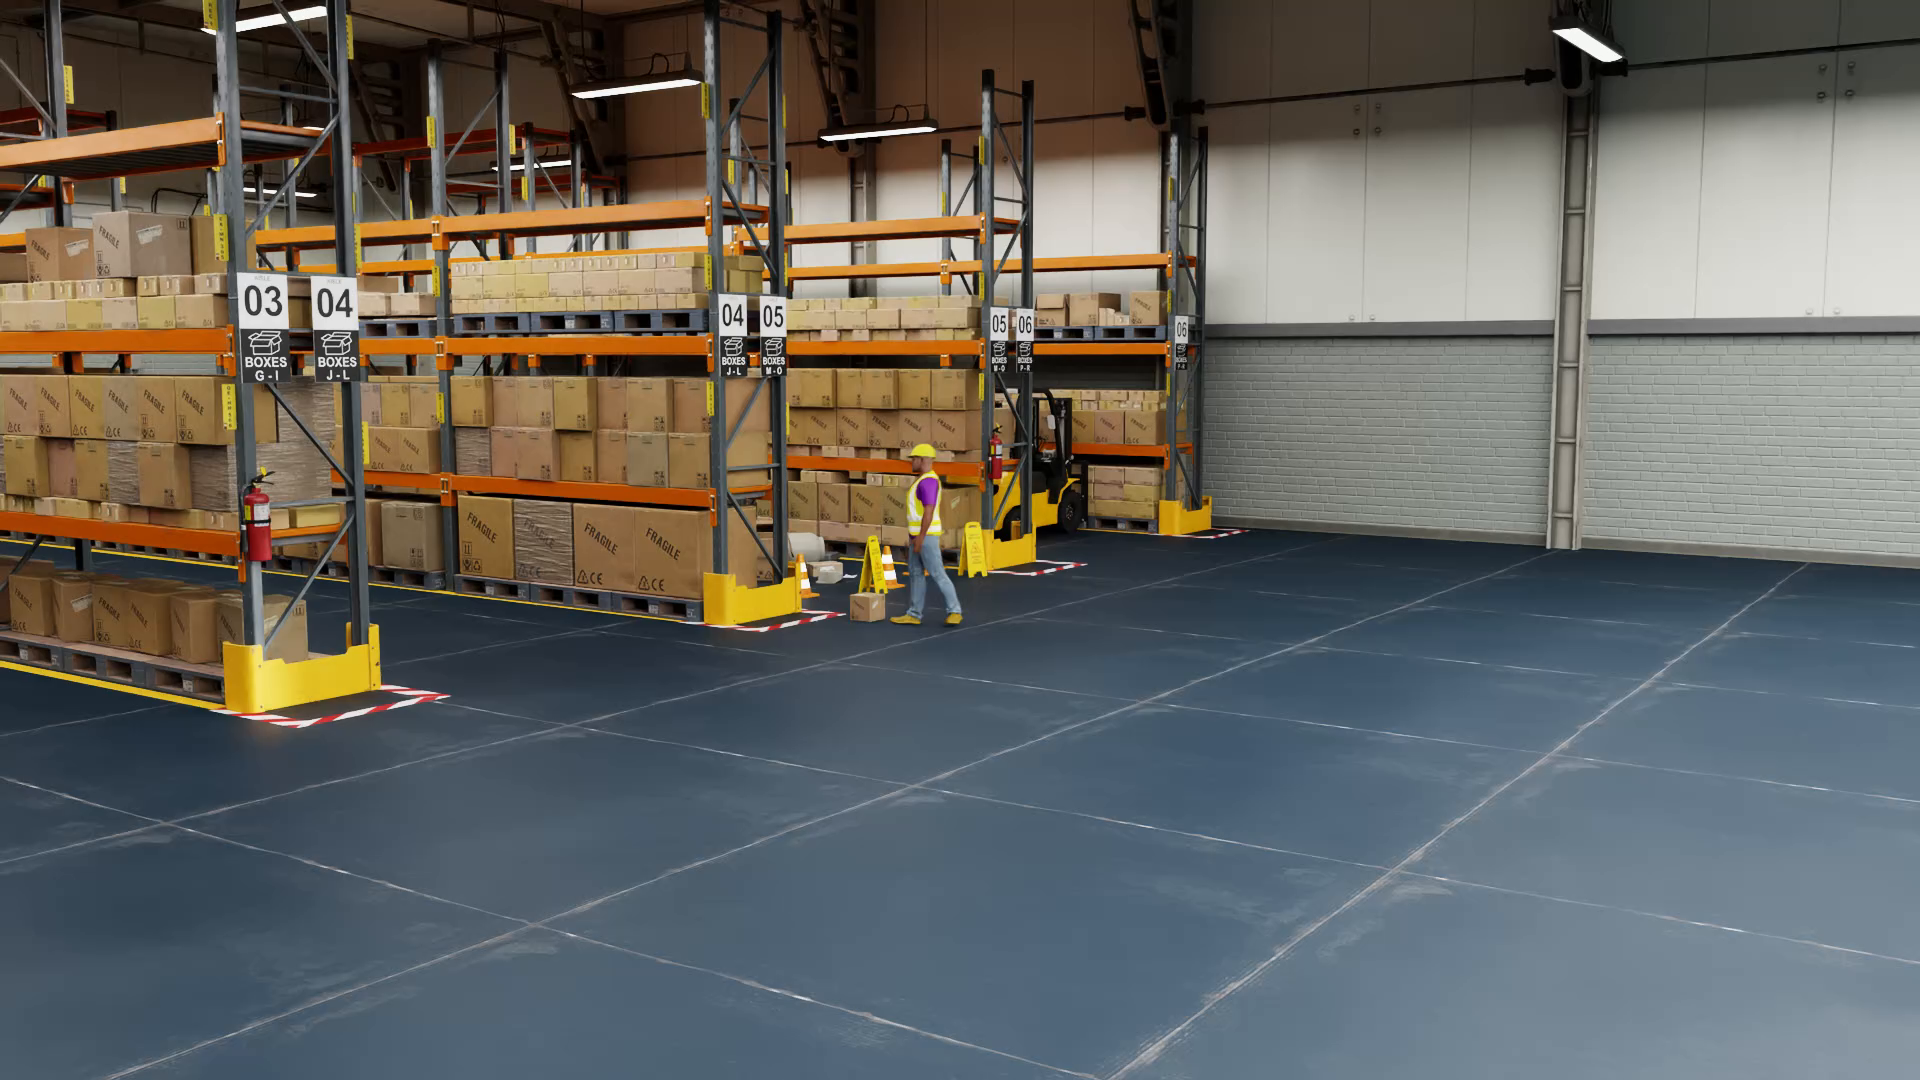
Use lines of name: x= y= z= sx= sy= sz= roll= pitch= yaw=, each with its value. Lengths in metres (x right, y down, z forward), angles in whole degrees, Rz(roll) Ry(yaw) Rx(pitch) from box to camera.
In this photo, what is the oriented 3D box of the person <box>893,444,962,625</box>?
person: x=-0.321 y=-0.048 z=16.119 sx=0.685 sy=1.754 sz=0.657 roll=0 pitch=6 yaw=2
